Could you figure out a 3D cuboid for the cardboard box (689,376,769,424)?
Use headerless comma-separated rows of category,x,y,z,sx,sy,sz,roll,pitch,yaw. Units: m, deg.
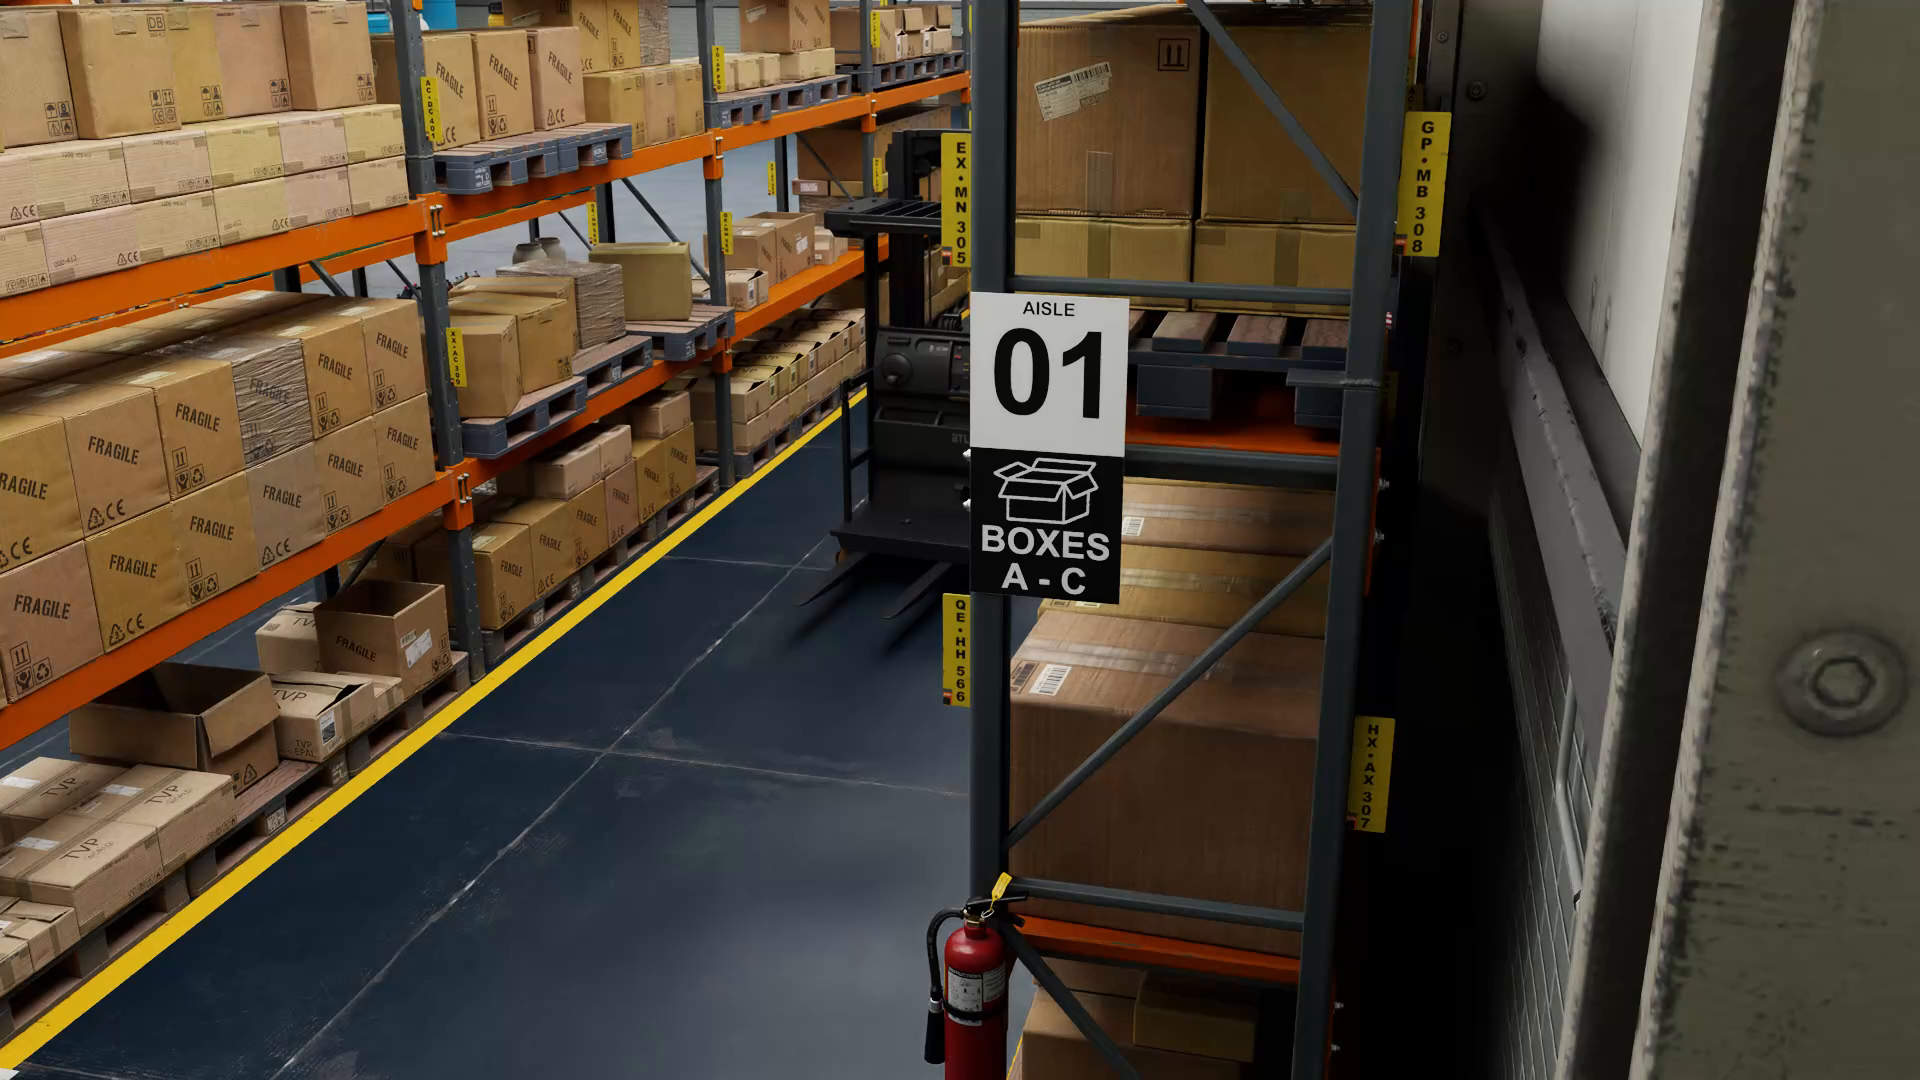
cardboard box,-1.911,-1.193,13.775,0.500,0.311,0.500,5,20,15

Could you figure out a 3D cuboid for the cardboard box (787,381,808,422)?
cardboard box,-1.668,-1.248,14.805,0.500,0.250,0.500,4,19,12

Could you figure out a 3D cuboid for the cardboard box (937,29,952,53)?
cardboard box,-0.395,-5.628,18.749,0.500,0.250,0.500,5,19,13

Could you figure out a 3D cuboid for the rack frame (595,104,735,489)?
rack frame,-2.324,-1.889,13.076,1.000,3.000,0.127,5,19,13

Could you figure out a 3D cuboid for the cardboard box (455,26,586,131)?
cardboard box,-2.784,-2.918,10.490,0.600,0.600,0.600,4,19,11

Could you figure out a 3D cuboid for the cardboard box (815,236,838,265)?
cardboard box,-1.384,-2.789,15.919,0.396,0.266,0.258,4,19,12

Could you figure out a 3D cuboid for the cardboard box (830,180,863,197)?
cardboard box,-1.093,-3.566,16.828,0.380,0.149,0.250,5,19,13

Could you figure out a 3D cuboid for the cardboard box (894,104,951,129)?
cardboard box,-0.509,-4.895,19.718,0.700,0.500,0.500,5,19,14

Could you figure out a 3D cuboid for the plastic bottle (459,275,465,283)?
plastic bottle,-6.001,-3.054,20.030,0.097,0.271,0.097,0,19,0

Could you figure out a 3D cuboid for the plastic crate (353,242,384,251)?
plastic crate,-6.117,-3.157,16.814,0.392,0.384,0.575,5,19,13

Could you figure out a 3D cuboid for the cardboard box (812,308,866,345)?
cardboard box,-1.168,-2.156,16.595,0.500,0.311,0.500,5,19,13

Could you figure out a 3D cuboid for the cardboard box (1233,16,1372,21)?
cardboard box,1.075,-1.315,5.025,0.500,0.500,0.500,4,19,12

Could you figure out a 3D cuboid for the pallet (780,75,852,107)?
pallet,-1.550,-4.194,15.481,0.805,0.209,1.217,4,19,11

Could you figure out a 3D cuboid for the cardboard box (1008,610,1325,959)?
cardboard box,0.641,0.706,5.015,0.980,0.700,0.700,6,20,16

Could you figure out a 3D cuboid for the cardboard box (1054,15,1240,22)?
cardboard box,0.573,-1.347,5.119,0.500,0.500,0.500,5,20,15

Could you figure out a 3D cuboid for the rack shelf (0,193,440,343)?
rack shelf,-3.790,-1.087,7.202,1.077,0.370,4.000,5,19,13

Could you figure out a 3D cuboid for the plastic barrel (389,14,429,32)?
plastic barrel,-5.854,-5.325,17.674,0.421,0.512,0.421,0,19,0

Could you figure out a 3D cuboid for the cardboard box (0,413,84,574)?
cardboard box,-3.794,-0.184,6.385,0.500,0.500,0.500,5,19,14

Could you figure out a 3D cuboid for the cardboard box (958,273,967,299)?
cardboard box,-0.214,-3.102,20.234,0.500,0.250,0.500,5,19,13

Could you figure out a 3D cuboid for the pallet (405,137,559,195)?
pallet,-3.074,-2.164,9.533,1.213,0.211,1.003,5,19,13

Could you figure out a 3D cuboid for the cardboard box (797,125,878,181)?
cardboard box,-1.245,-3.943,16.930,0.700,0.500,0.500,5,19,14

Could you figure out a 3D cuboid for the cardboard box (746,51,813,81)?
cardboard box,-1.638,-4.325,15.150,0.500,0.250,0.500,3,19,8

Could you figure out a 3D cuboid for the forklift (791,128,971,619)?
forklift,-0.216,-1.197,11.158,1.130,2.935,3.031,7,20,19

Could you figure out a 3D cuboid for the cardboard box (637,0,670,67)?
cardboard box,-2.437,-3.692,12.015,0.500,0.500,0.500,5,19,13

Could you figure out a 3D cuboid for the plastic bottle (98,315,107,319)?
plastic bottle,-6.938,-1.889,13.384,0.097,0.201,0.097,0,19,0

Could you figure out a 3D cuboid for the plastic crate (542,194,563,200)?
plastic crate,-5.168,-4.334,20.467,0.499,0.251,0.408,5,19,13

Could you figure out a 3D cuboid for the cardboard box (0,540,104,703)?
cardboard box,-3.794,0.291,6.540,0.500,0.500,0.500,4,19,13

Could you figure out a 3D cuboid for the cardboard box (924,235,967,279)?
cardboard box,-0.212,-3.457,20.112,0.500,0.500,0.500,5,19,13

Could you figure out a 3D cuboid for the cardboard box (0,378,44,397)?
cardboard box,-4.192,-0.384,6.970,0.500,0.500,0.500,5,20,15

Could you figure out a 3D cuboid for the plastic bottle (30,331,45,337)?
plastic bottle,-7.091,-1.707,12.725,0.061,0.283,0.133,5,19,13

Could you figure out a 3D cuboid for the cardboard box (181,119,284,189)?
cardboard box,-3.407,-1.733,7.439,0.500,0.250,0.500,5,19,13

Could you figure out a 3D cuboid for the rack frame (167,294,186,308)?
rack frame,-7.127,-2.281,14.225,1.000,3.000,0.127,5,19,13

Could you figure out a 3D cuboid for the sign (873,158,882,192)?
sign,-0.818,-3.613,16.456,0.100,0.325,0.005,5,19,13

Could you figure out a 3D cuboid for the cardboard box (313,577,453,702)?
cardboard box,-3.166,0.541,9.150,0.500,0.500,0.500,5,19,13

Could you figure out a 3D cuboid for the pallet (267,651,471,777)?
pallet,-3.470,0.900,9.226,1.003,0.211,1.213,5,19,13

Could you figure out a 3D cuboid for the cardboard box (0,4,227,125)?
cardboard box,-3.759,-2.117,7.402,0.700,0.500,0.500,5,19,13

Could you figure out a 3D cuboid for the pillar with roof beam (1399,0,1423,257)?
pillar with roof beam,2.394,-8.778,23.965,9.100,9.000,0.400,5,19,13

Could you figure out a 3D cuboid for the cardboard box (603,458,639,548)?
cardboard box,-2.574,-0.275,11.539,0.500,0.500,0.500,4,19,11

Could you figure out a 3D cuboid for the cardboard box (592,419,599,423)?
cardboard box,-2.835,-0.629,12.576,0.500,0.500,0.500,4,19,11

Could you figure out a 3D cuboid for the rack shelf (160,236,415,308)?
rack shelf,-6.638,-2.567,16.177,1.077,0.370,4.000,5,19,13

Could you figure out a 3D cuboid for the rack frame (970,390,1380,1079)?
rack frame,0.526,1.009,4.593,1.000,3.000,0.127,5,19,13

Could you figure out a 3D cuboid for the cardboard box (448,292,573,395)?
cardboard box,-2.862,-1.232,10.350,0.700,0.500,0.500,8,20,22

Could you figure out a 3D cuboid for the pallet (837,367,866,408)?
pallet,-1.489,-1.589,16.512,1.003,0.211,1.213,5,19,13

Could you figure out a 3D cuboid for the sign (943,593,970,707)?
sign,0.003,0.302,4.506,0.100,0.325,0.005,5,19,13

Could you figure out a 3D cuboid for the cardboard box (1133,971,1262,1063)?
cardboard box,0.763,1.514,5.329,0.380,0.149,0.250,5,19,14

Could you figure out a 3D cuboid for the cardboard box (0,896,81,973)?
cardboard box,-3.782,1.569,6.656,0.380,0.166,0.250,5,19,13

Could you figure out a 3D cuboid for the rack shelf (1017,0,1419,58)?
rack shelf,1.014,-1.927,5.640,1.077,0.370,4.000,5,19,13

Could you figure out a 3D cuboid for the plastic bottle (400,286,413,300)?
plastic bottle,-6.271,-2.714,18.910,0.144,0.351,0.185,4,19,12

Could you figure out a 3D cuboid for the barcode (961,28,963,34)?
barcode,0.024,-5.958,19.450,0.001,0.075,0.075,5,19,13

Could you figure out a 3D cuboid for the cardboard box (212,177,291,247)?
cardboard box,-3.409,-1.497,7.520,0.500,0.250,0.500,5,19,13

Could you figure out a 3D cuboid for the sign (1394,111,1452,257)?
sign,1.062,-0.816,3.820,0.100,0.325,0.005,5,19,13

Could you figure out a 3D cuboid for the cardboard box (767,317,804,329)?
cardboard box,-1.817,-2.039,16.253,0.500,0.311,0.500,4,19,13

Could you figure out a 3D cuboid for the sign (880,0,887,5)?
sign,-0.906,-6.312,19.912,0.100,0.325,0.005,5,19,13
